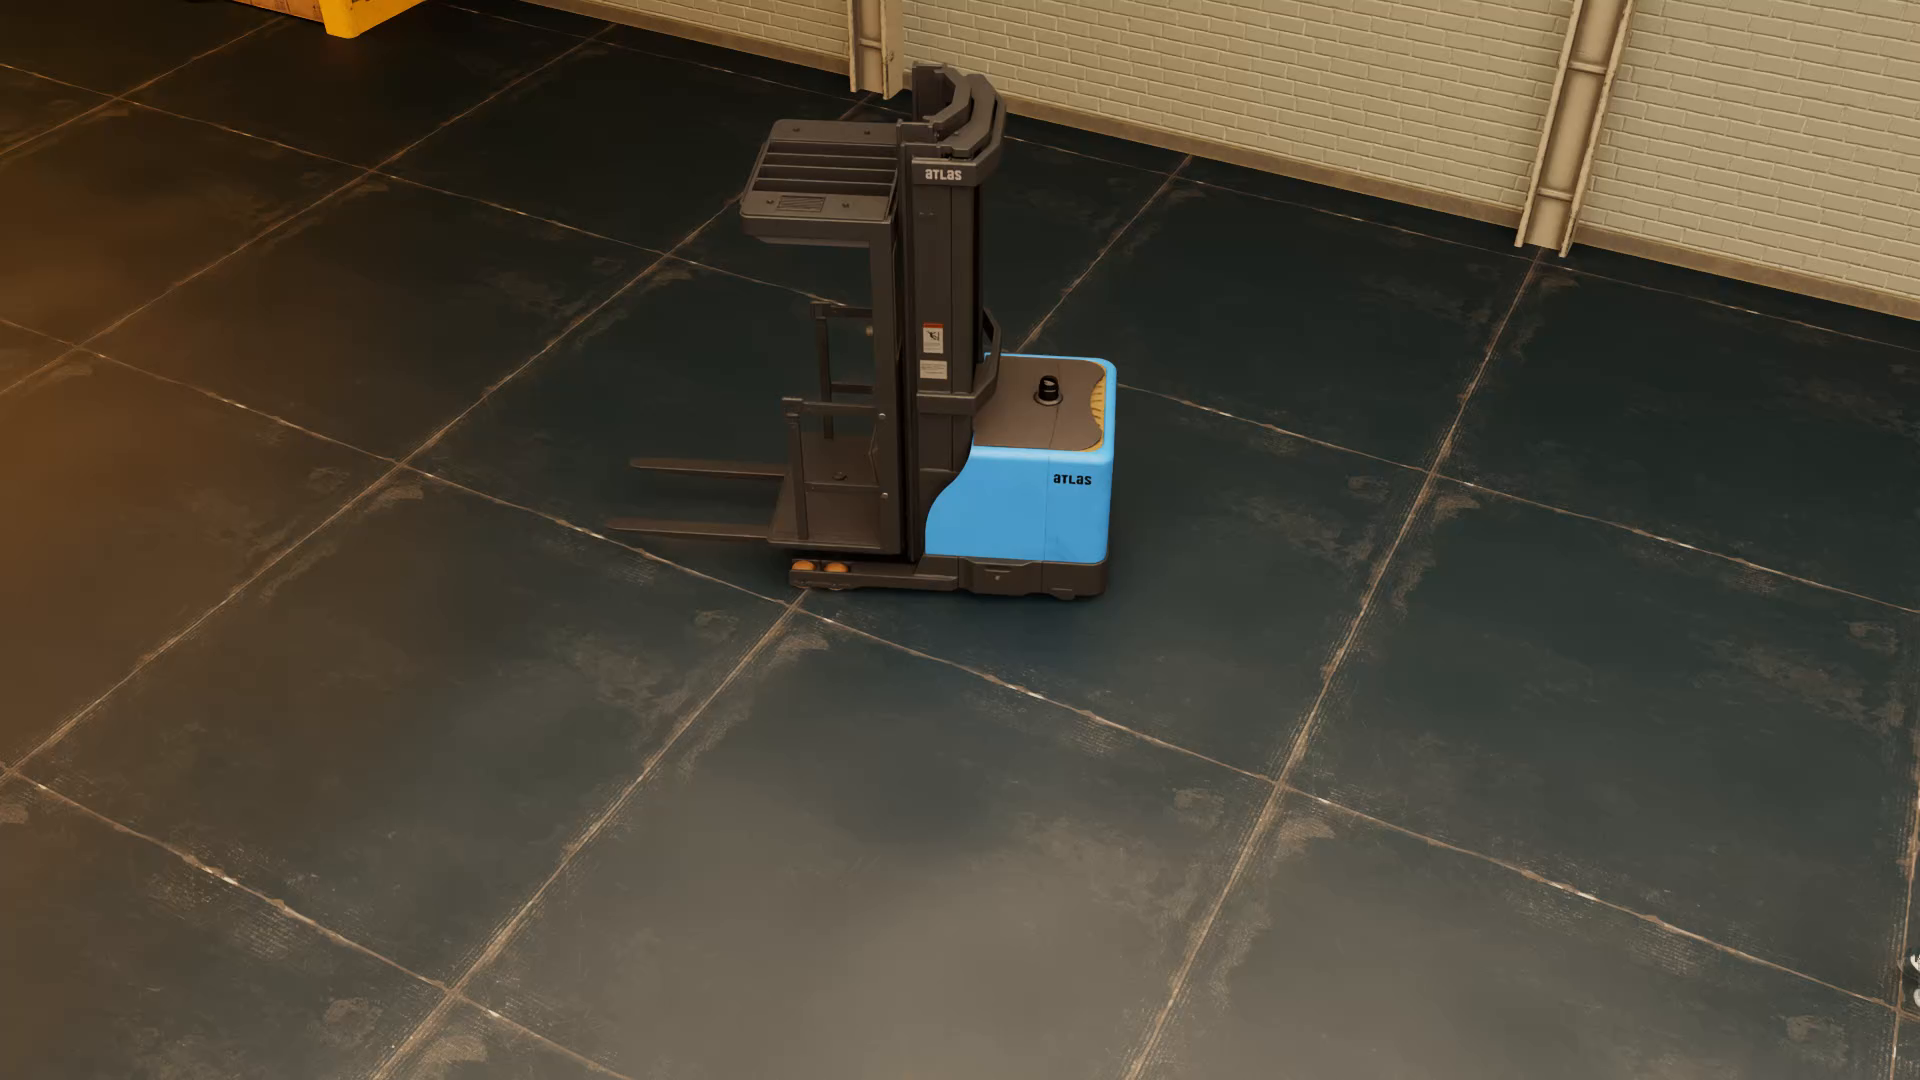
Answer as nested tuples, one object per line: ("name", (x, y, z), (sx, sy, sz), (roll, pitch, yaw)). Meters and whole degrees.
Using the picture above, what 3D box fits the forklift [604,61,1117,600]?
("forklift", (-0.606, -1.157, 9.360), (3.031, 2.935, 1.130), (3, 40, 4))
